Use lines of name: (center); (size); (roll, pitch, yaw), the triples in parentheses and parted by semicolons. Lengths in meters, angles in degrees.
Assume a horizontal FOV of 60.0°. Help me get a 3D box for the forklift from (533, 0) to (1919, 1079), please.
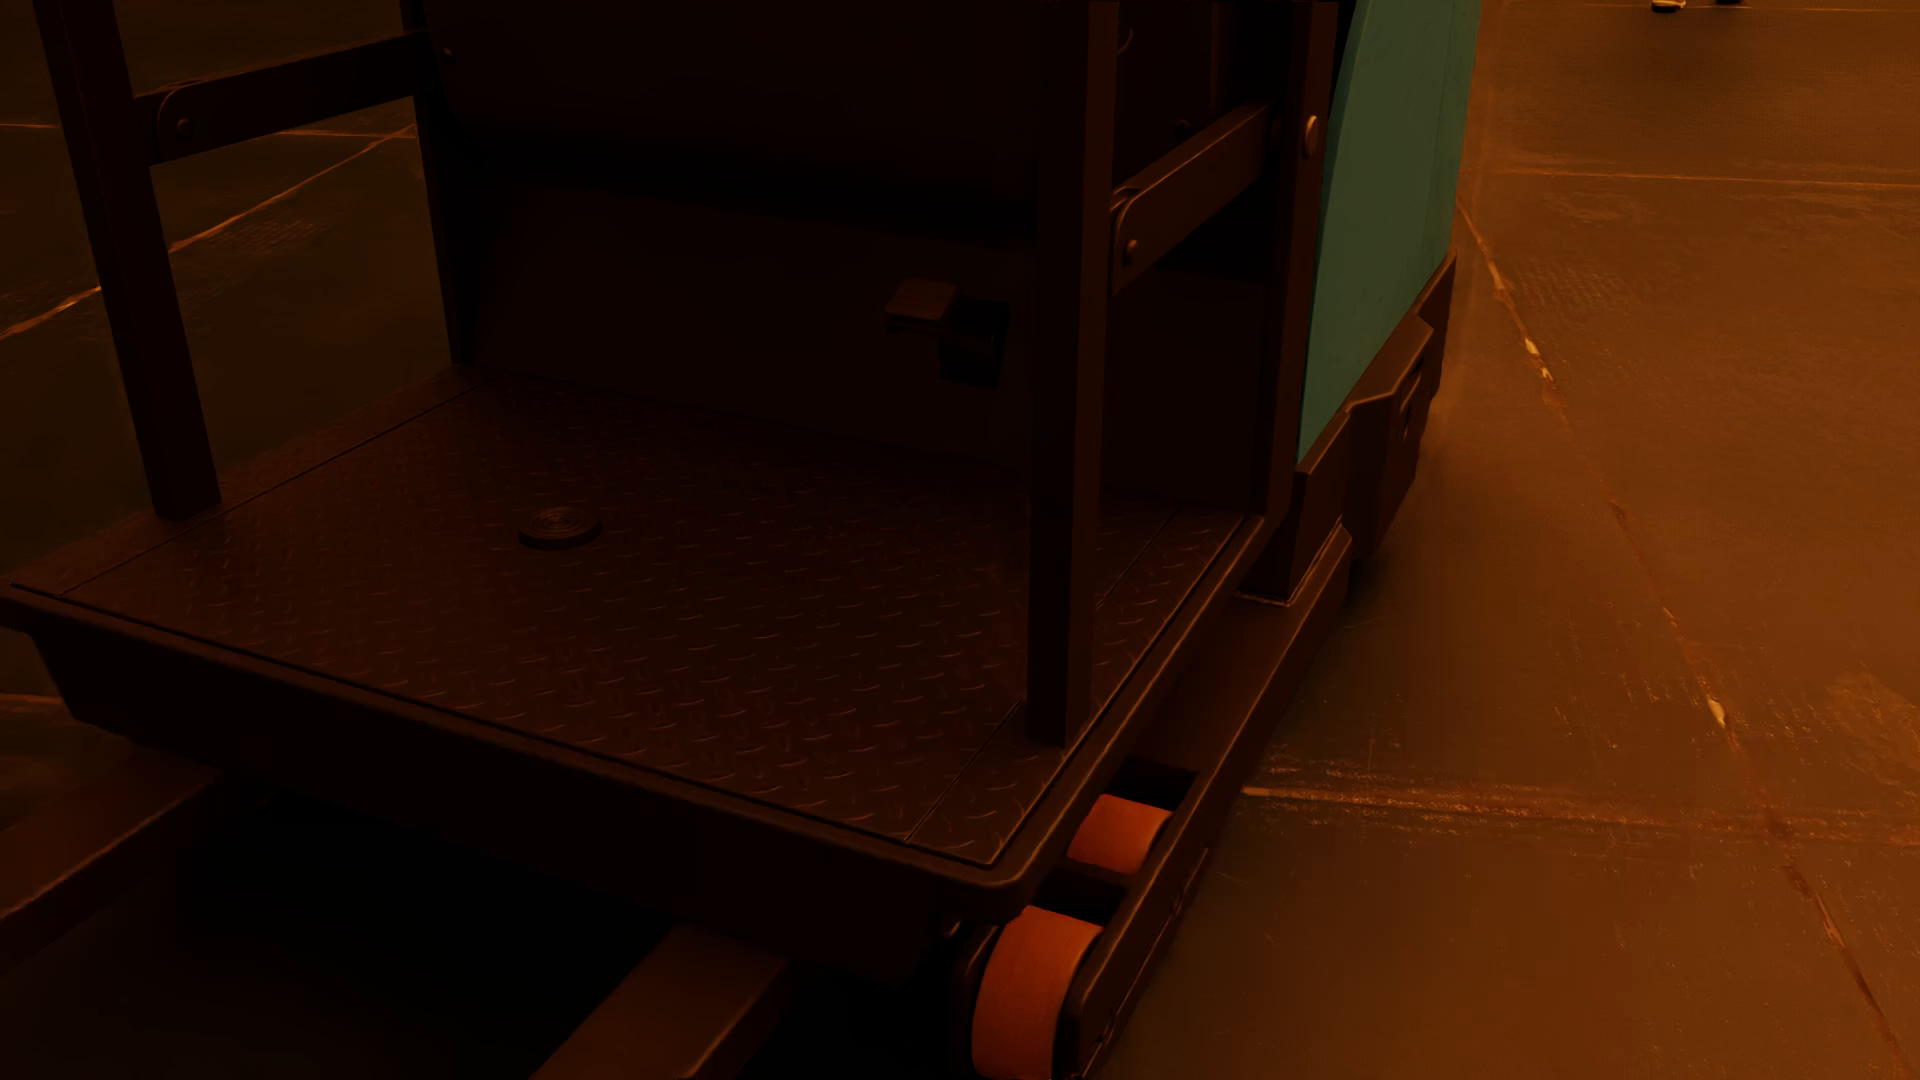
forklift: (0.165, -1.027, 1.275); (1.130, 2.935, 3.031); (-7, 27, -13)
